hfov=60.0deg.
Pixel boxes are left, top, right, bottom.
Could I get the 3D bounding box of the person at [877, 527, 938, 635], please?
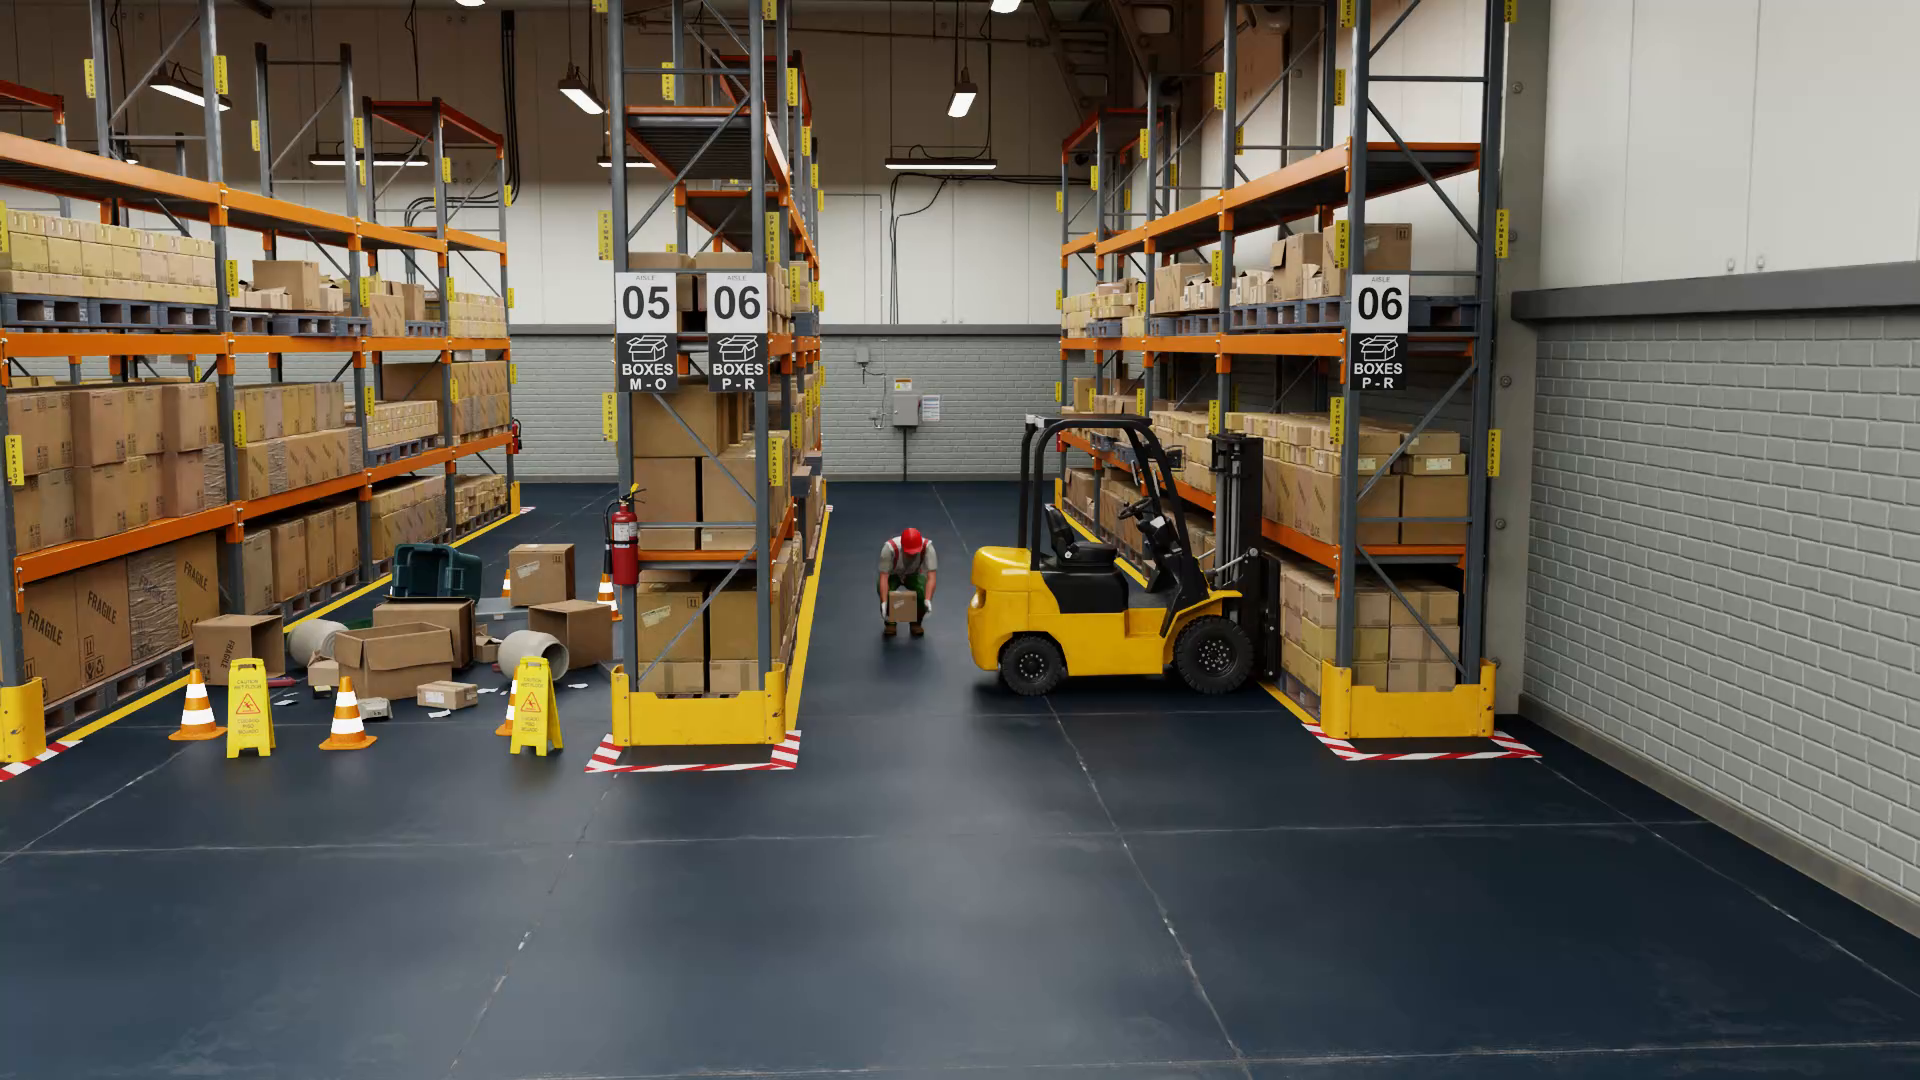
[{"bbox_3d":[-0.499,0.372,15.631,0.570,1.056,0.859,0,7,-4],"label":"person"}]
